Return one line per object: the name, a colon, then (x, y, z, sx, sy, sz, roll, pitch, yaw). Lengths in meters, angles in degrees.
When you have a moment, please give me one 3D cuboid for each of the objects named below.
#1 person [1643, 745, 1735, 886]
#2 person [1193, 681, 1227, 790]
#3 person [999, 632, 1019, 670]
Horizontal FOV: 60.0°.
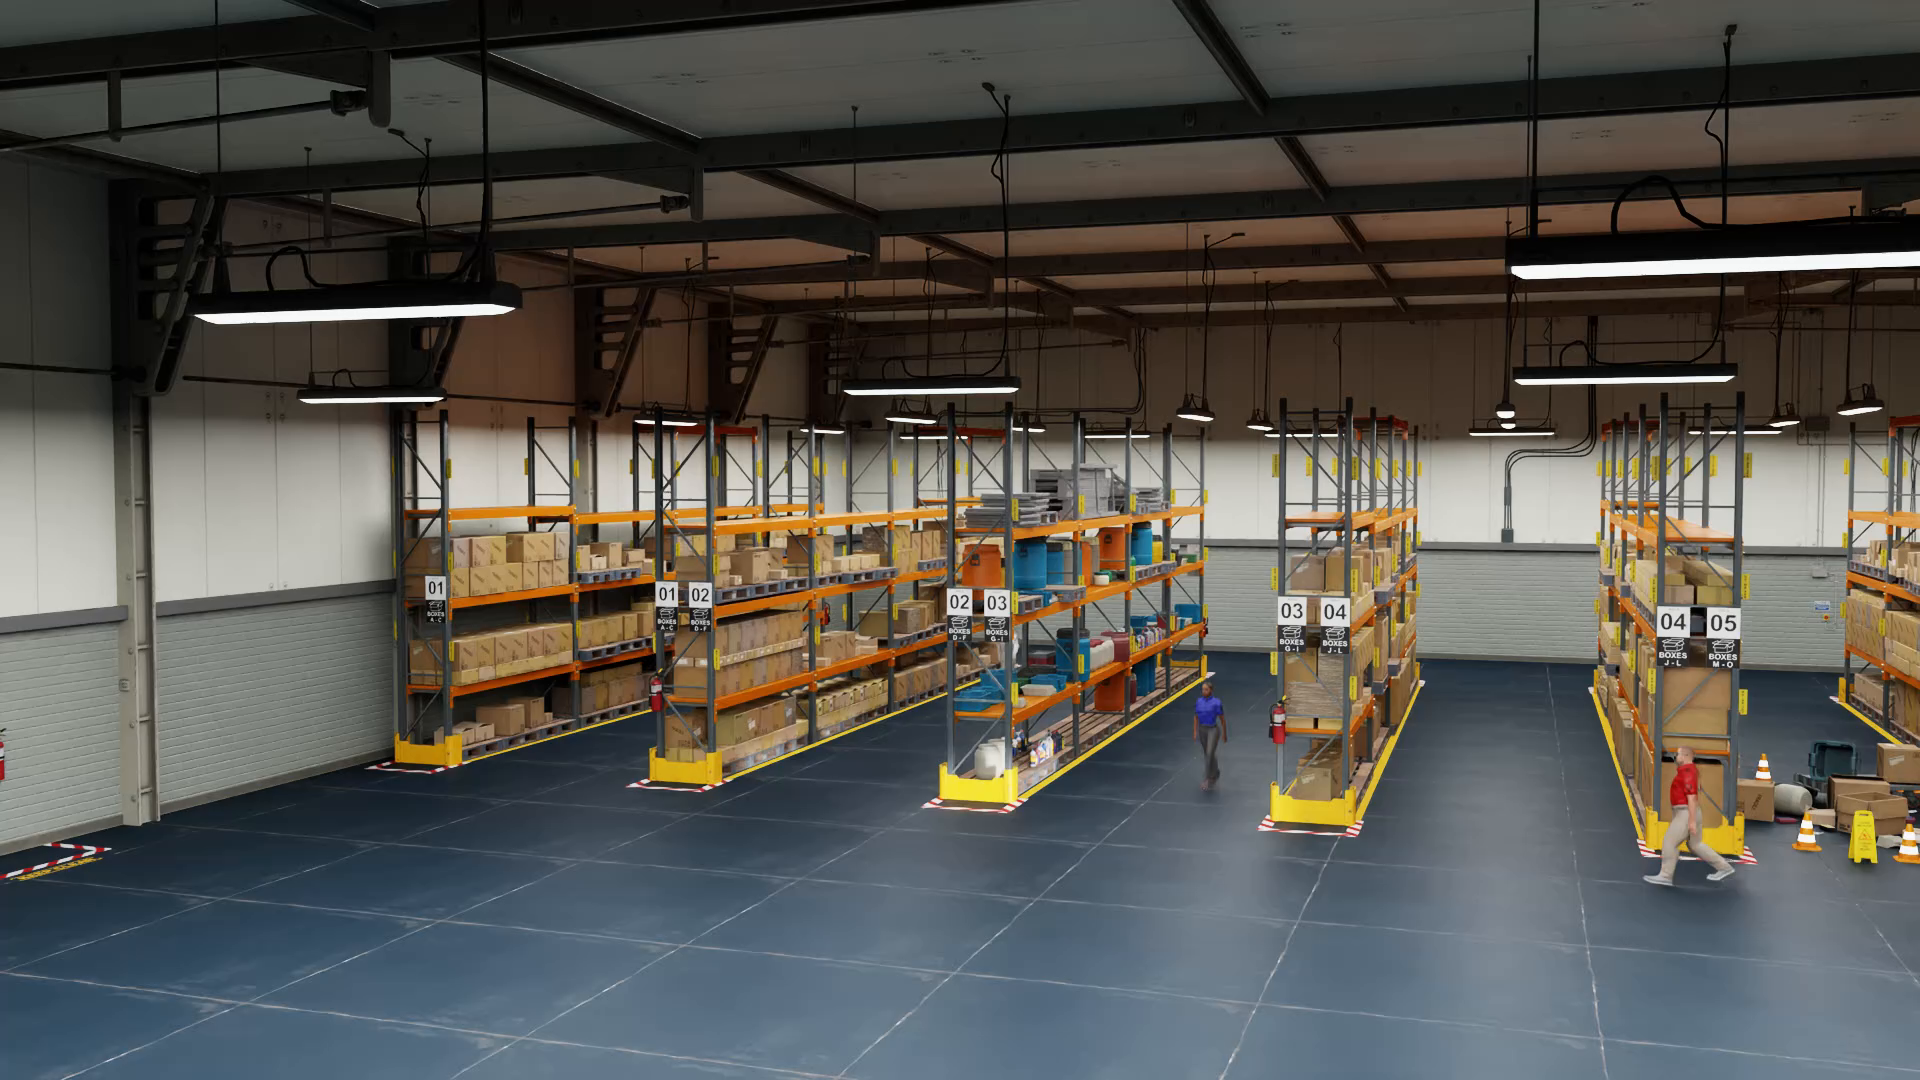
person: (8.725, 3.295, 19.863, 1.019, 1.682, 0.540, 1, 3, 20)
person: (3.909, 3.045, 26.243, 0.489, 1.626, 0.867, 2, 3, 42)
person: (1.123, 2.588, 37.276, 0.548, 1.648, 0.625, 2, 3, 33)
